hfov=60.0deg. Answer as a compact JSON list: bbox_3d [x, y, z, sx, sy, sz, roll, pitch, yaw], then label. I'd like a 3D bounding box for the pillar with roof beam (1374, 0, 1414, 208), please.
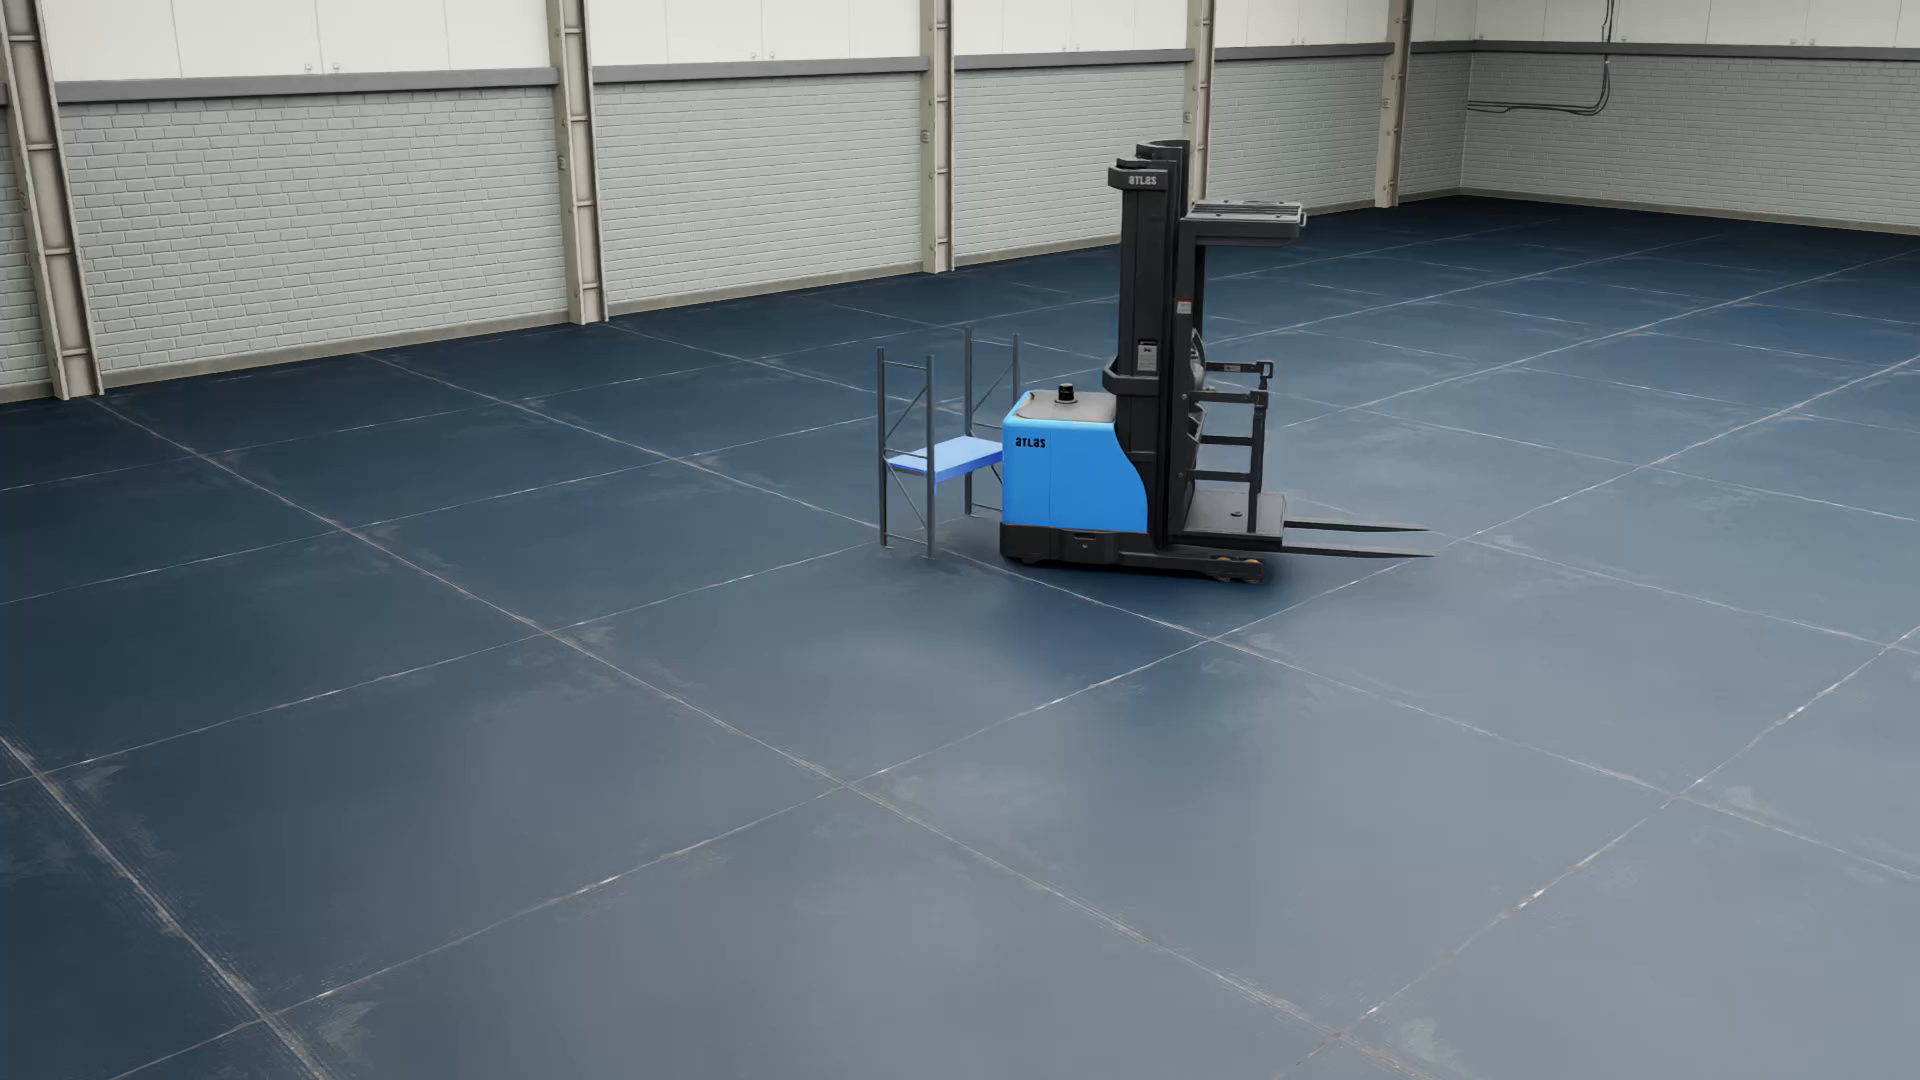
[{"bbox_3d":[11.347,-9.894,28.411,0.400,9.000,9.100,-16,24,-41],"label":"pillar with roof beam"}]

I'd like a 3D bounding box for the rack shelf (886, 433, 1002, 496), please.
[{"bbox_3d":[-0.072,-0.569,12.390,0.538,0.185,1.000,14,22,36],"label":"rack shelf"}]

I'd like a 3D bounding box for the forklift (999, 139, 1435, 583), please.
[{"bbox_3d":[1.855,-1.272,11.656,3.031,2.935,1.130,4,18,11],"label":"forklift"}]

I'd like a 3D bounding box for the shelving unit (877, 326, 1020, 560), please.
[{"bbox_3d":[-0.072,-0.740,12.334,0.538,1.500,1.048,14,22,36],"label":"shelving unit"}]

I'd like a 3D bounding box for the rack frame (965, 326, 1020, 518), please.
[{"bbox_3d":[0.244,-0.863,12.714,0.500,1.500,0.032,14,22,36],"label":"rack frame"}]

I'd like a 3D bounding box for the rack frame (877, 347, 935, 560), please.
[{"bbox_3d":[-0.388,-0.617,11.955,0.500,1.500,0.032,14,22,36],"label":"rack frame"}]

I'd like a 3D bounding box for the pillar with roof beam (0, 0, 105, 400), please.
[{"bbox_3d":[-6.092,-4.809,12.725,0.400,9.000,9.100,-16,24,-41],"label":"pillar with roof beam"}]

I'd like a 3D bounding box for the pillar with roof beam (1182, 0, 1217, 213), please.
[{"bbox_3d":[6.987,-8.623,24.489,0.400,9.000,9.100,-16,24,-41],"label":"pillar with roof beam"}]

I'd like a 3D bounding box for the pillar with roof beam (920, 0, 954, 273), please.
[{"bbox_3d":[2.627,-7.351,20.568,0.400,9.000,9.100,-16,24,-41],"label":"pillar with roof beam"}]

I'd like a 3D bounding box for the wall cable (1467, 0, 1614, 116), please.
[{"bbox_3d":[11.438,-9.710,32.877,0.112,2.526,3.097,-16,24,-41],"label":"wall cable"}]

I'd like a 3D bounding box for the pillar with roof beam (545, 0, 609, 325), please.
[{"bbox_3d":[-1.732,-6.080,16.647,0.400,9.000,9.100,-16,24,-41],"label":"pillar with roof beam"}]
